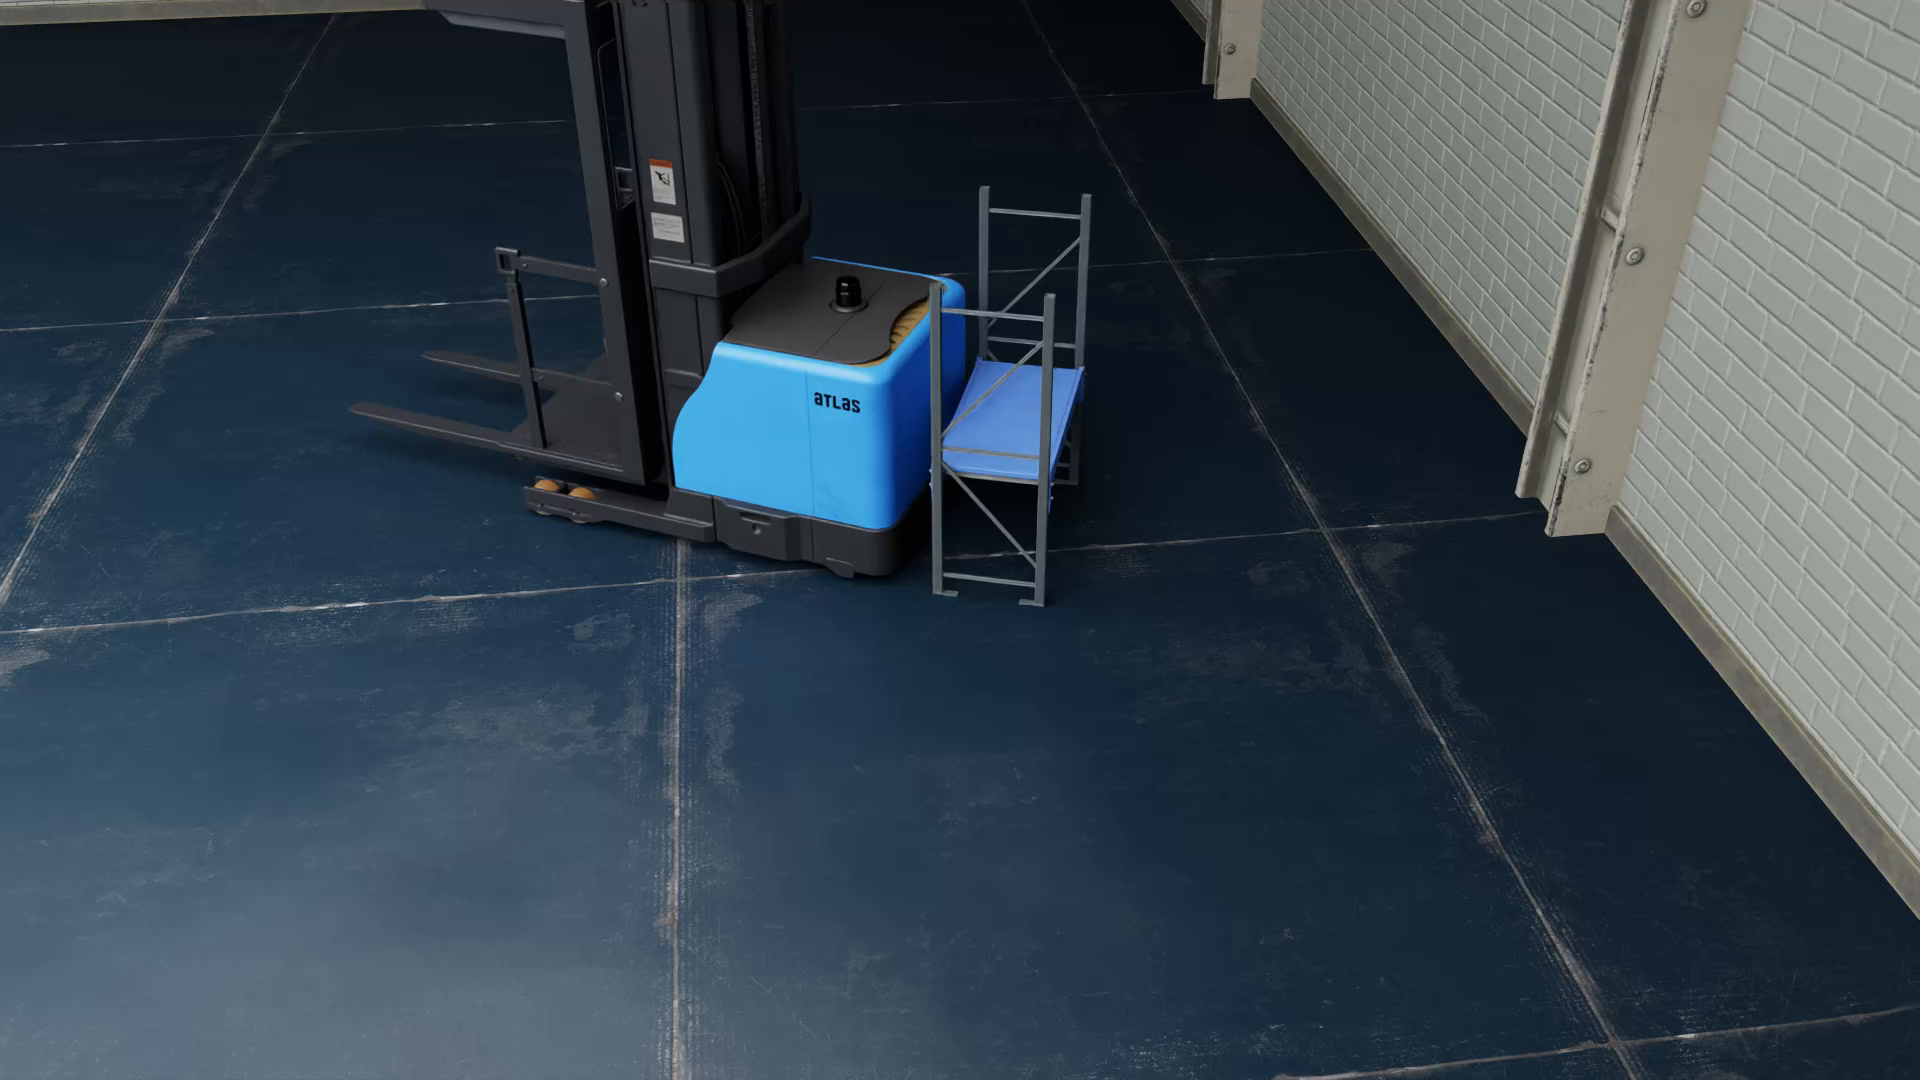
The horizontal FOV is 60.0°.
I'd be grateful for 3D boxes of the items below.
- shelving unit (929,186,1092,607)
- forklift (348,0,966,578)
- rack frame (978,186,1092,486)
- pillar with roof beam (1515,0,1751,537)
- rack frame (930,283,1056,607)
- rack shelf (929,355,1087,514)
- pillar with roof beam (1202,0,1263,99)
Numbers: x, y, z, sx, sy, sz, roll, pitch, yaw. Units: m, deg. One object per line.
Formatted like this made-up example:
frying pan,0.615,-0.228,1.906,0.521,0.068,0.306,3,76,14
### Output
shelving unit,0.231,-0.640,7.358,0.538,1.500,1.048,7,35,10
forklift,-1.531,-1.553,7.427,3.031,2.935,1.130,12,36,17
rack frame,0.334,-0.921,7.769,0.500,1.500,0.032,7,35,10
pillar with roof beam,-1.387,-3.529,4.938,9.100,9.000,0.400,-4,35,-6
rack frame,0.128,-0.360,6.947,0.500,1.500,0.032,7,35,10
rack shelf,0.231,-0.492,7.459,0.538,0.185,1.000,7,35,10
pillar with roof beam,-2.194,-6.877,9.851,9.100,9.000,0.400,-4,35,-6
